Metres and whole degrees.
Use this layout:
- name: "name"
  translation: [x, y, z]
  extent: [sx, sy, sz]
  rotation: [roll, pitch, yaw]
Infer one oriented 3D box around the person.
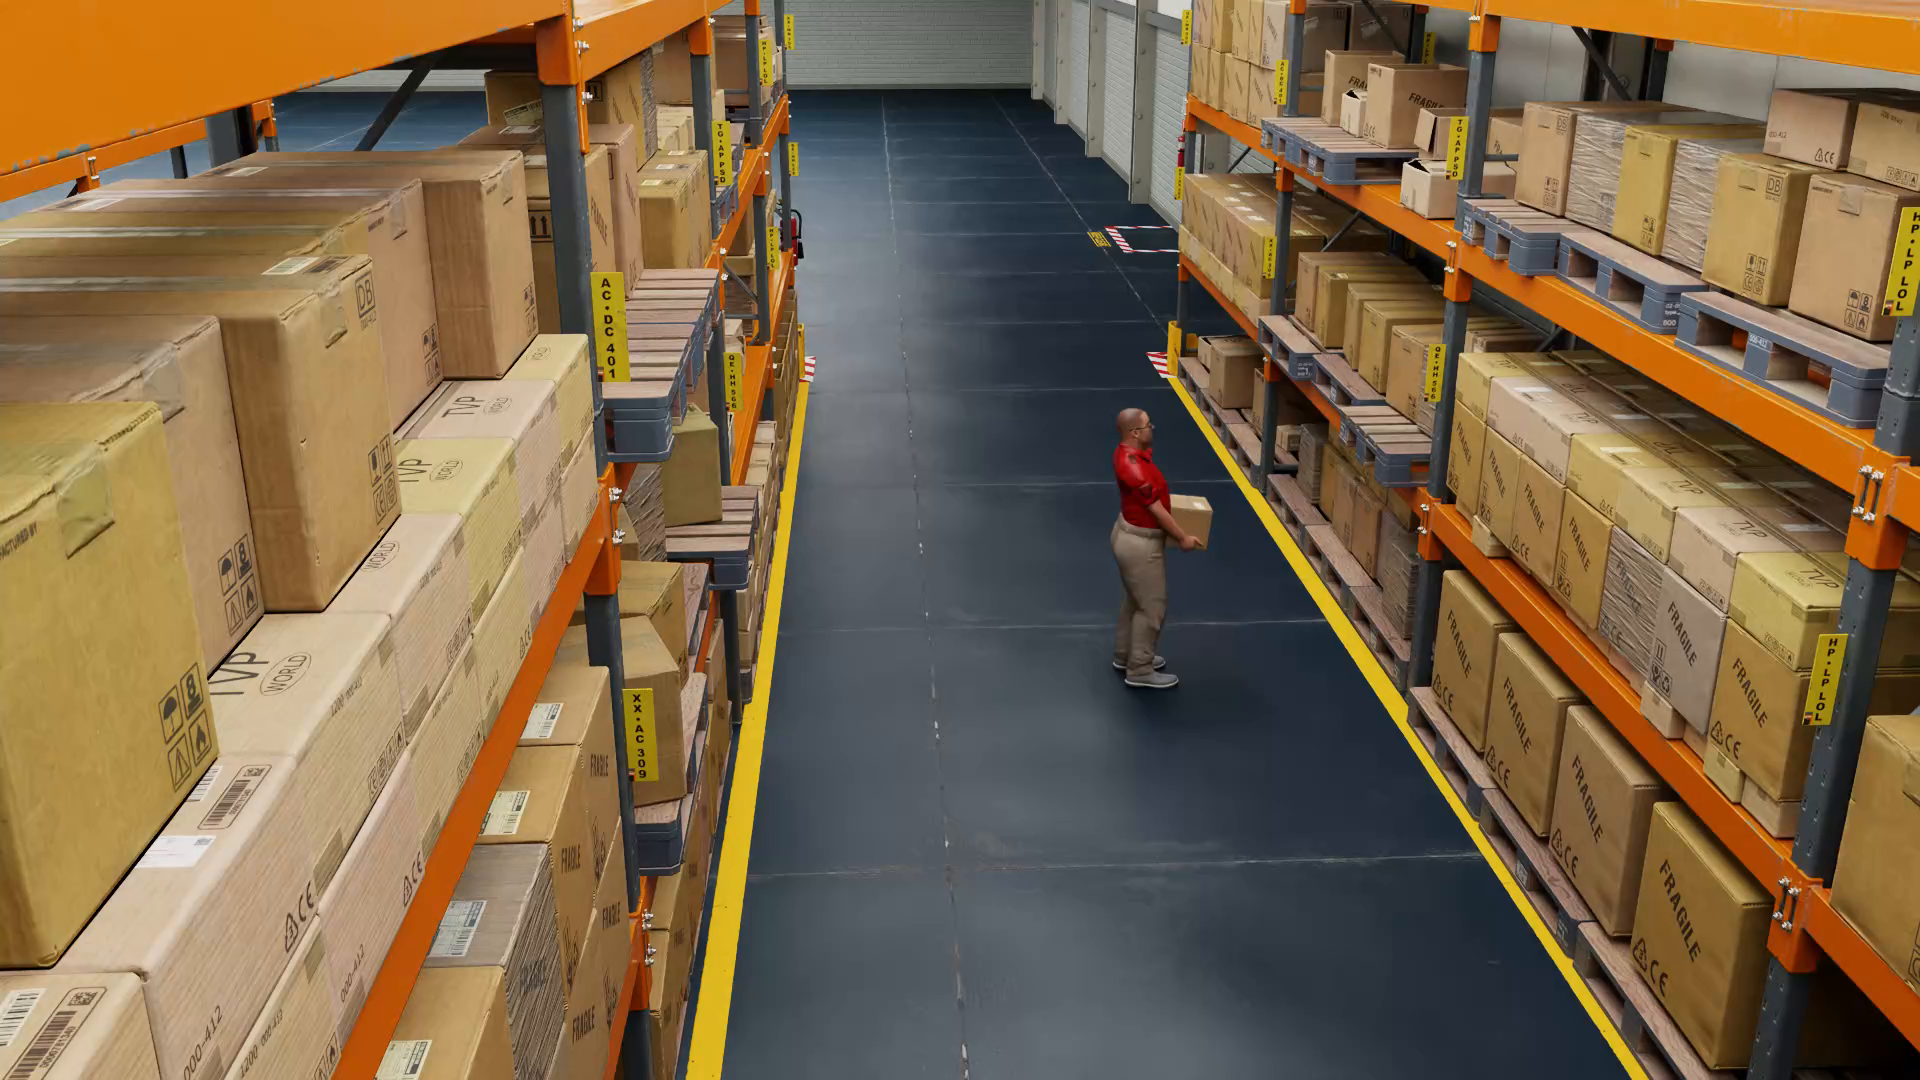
- name: "person"
  translation: [1.173, 0.035, 10.023]
  extent: [0.531, 1.712, 0.493]
  rotation: [-1, 20, -3]
